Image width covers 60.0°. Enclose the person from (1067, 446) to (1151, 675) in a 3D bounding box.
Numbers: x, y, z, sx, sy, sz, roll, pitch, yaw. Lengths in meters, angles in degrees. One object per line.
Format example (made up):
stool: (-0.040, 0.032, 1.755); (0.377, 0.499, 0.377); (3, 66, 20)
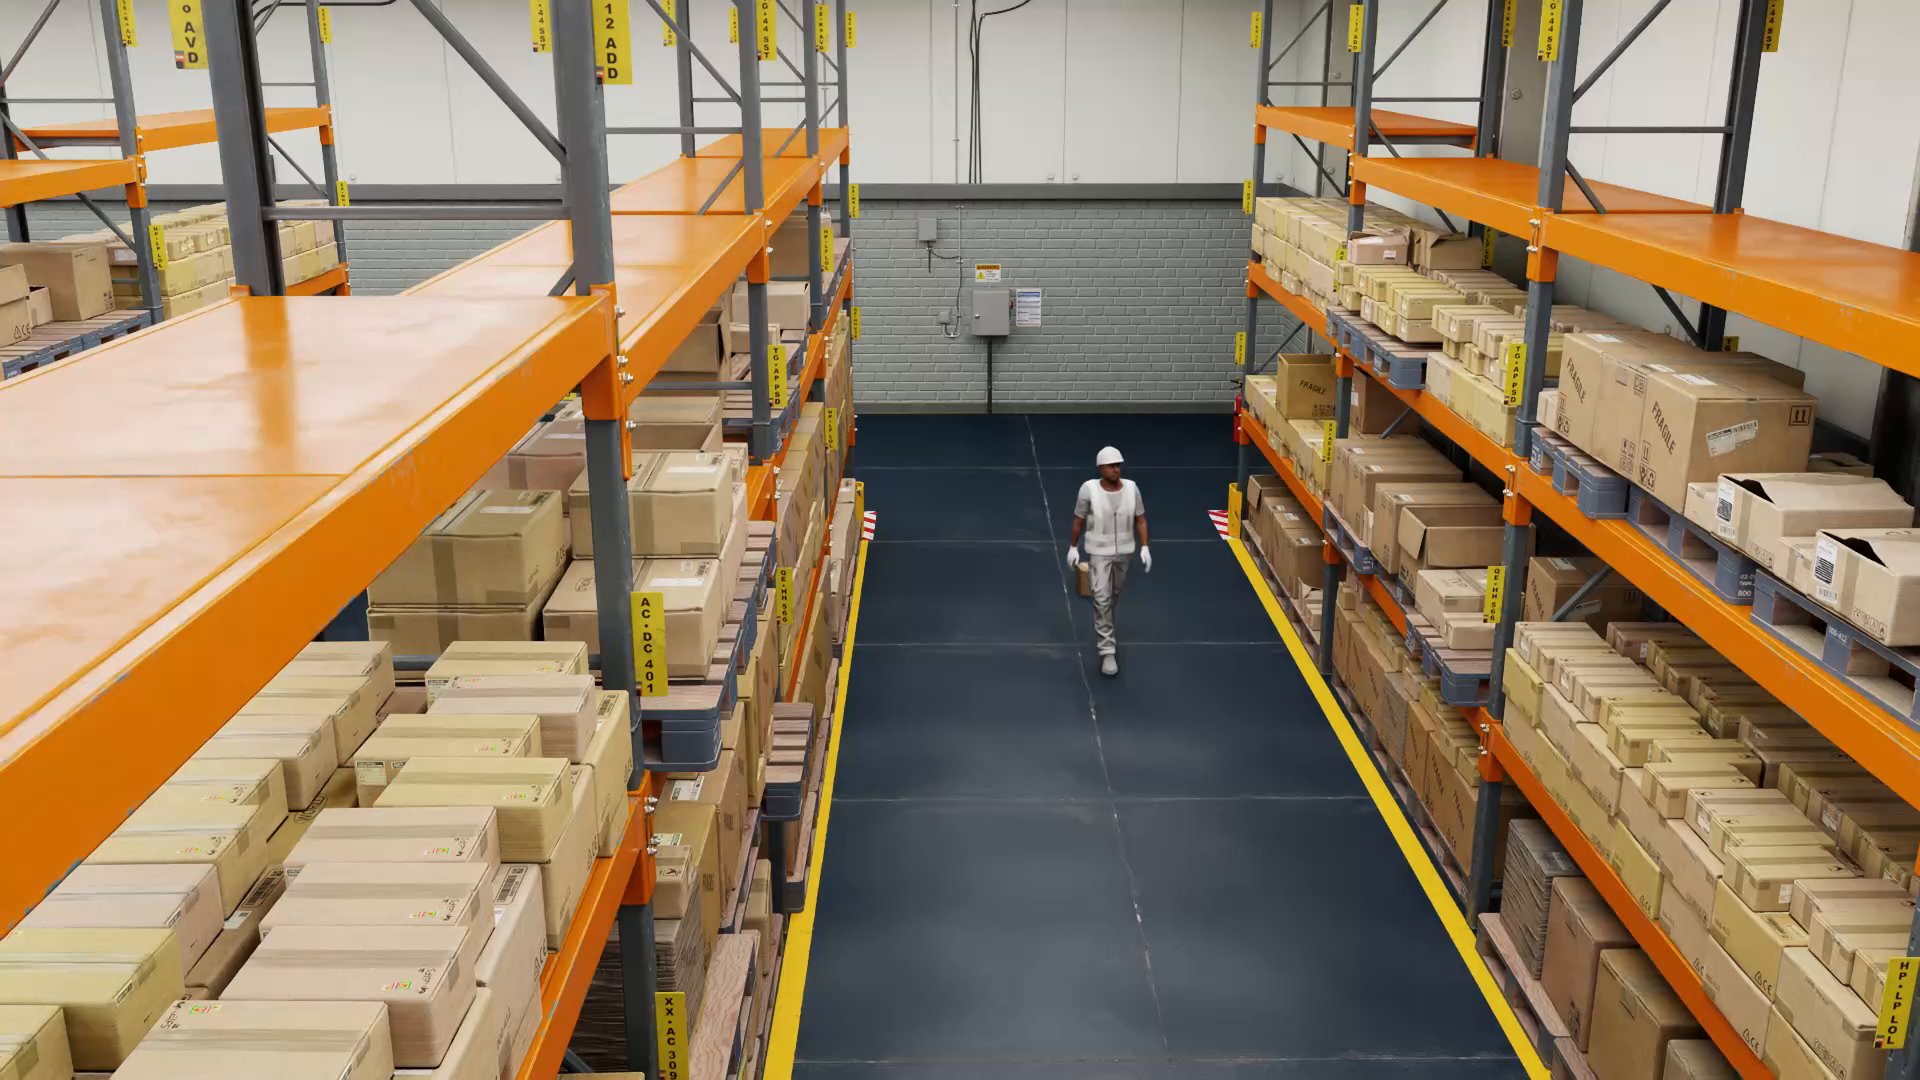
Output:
person: (1.252, 0.111, 13.577); (0.604, 1.735, 0.970); (-5, 18, -16)
